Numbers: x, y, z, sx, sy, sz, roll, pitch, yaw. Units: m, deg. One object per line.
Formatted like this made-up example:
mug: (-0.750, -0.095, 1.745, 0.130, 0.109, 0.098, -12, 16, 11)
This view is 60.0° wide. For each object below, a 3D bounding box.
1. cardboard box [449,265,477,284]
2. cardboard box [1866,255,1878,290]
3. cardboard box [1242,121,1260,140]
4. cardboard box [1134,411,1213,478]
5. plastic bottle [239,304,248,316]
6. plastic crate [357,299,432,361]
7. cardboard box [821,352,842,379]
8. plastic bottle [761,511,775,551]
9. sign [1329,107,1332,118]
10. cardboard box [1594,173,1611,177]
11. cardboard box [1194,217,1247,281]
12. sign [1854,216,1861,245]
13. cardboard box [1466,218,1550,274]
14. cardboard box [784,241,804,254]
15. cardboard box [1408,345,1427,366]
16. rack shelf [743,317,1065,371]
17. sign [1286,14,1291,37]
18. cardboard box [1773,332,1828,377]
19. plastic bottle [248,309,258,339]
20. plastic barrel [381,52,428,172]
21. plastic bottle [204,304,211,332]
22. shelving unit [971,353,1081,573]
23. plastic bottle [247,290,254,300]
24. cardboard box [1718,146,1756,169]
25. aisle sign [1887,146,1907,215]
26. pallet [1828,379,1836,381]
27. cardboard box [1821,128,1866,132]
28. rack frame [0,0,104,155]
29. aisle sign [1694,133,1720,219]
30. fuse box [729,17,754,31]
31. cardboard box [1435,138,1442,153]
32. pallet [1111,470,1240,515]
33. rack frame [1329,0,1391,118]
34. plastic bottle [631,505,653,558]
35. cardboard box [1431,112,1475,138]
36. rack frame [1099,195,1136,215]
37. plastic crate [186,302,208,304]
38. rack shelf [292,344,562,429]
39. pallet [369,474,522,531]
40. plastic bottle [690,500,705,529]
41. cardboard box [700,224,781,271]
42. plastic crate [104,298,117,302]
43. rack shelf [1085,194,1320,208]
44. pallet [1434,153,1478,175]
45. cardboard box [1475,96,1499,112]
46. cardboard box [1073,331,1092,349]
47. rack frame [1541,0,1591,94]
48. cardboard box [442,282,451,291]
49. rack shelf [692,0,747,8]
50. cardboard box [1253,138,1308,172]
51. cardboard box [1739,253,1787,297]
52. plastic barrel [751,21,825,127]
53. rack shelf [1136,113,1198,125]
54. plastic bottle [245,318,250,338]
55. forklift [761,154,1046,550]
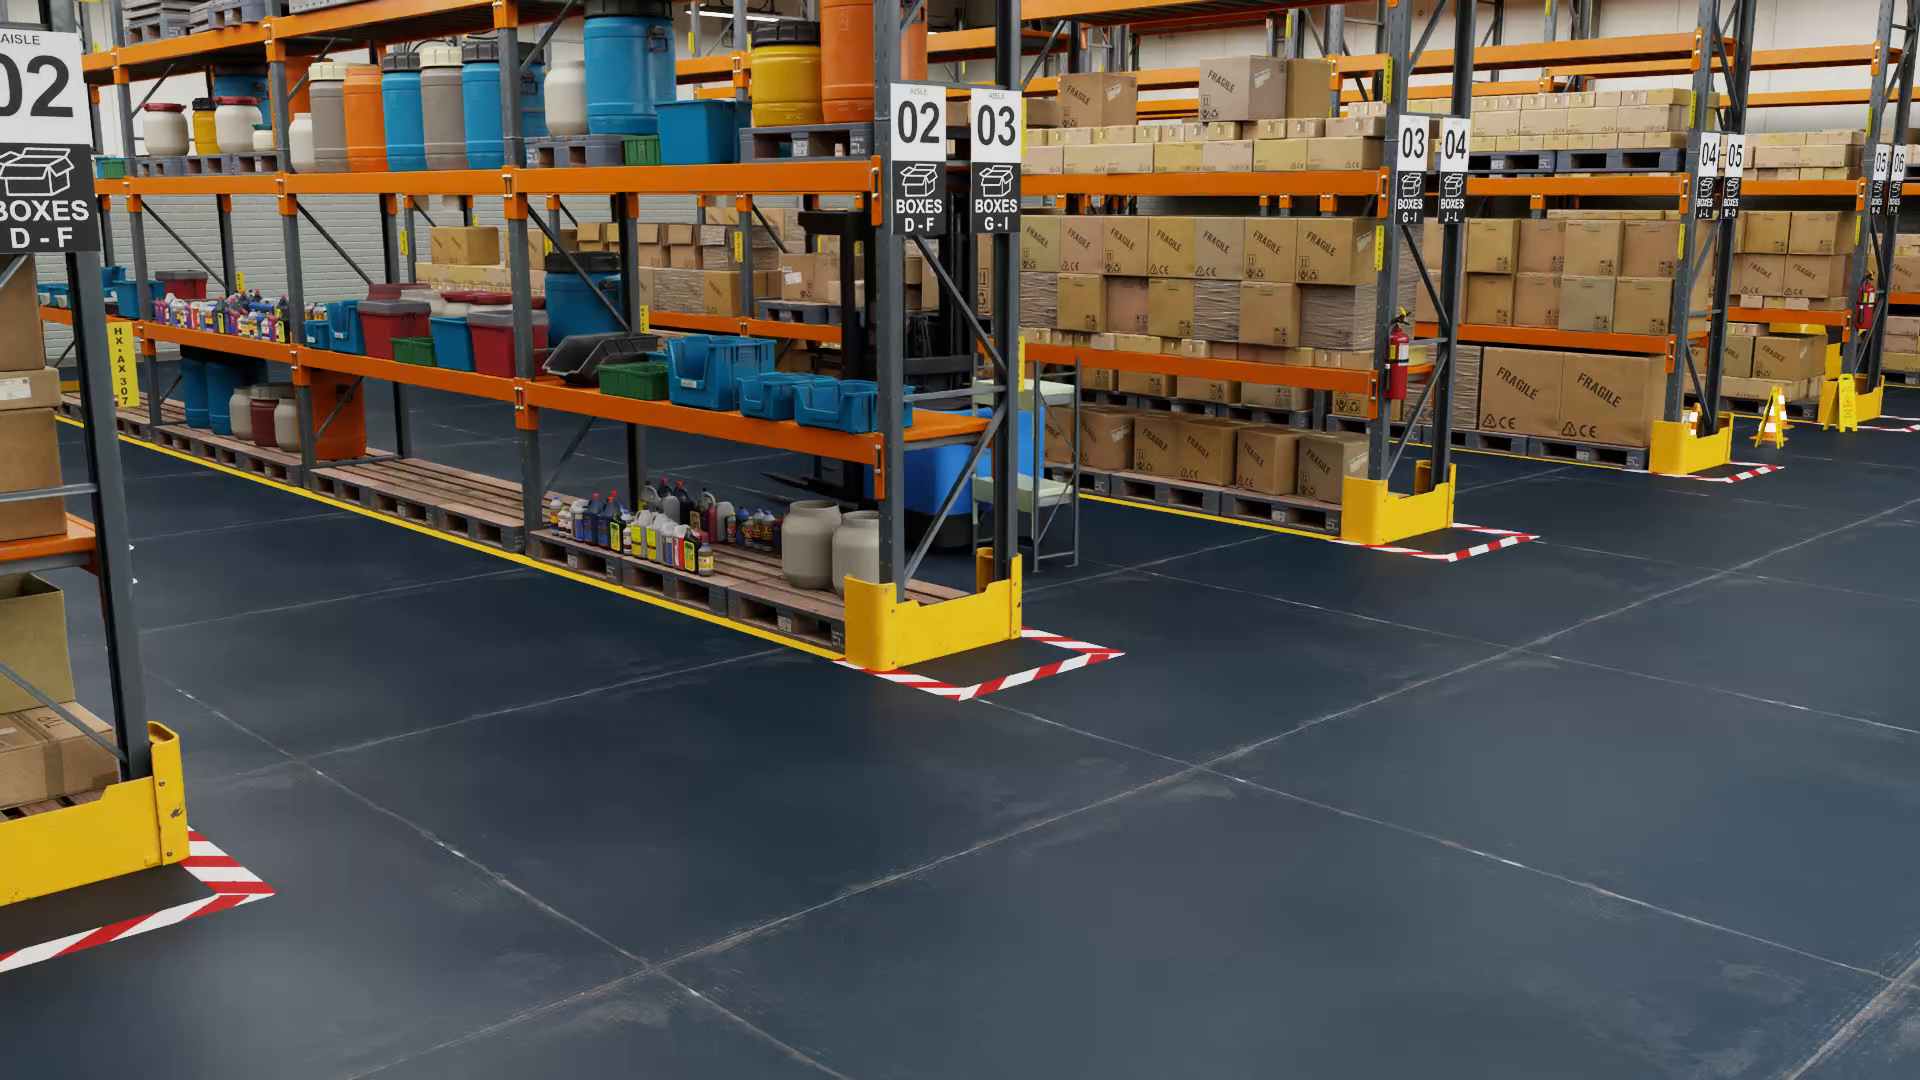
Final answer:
cardboard box: (-6.679, -3.668, 22.918, 0.500, 0.250, 0.500, 11, 16, 43)
cardboard box: (13.045, -3.827, 23.804, 0.500, 0.500, 0.500, -11, 16, -44)
cardboard box: (2.474, -3.271, 13.306, 0.380, 0.149, 0.250, -11, 16, -42)
cardboard box: (1.897, -0.856, 14.789, 0.500, 0.500, 0.500, 10, 15, 40)
plastic bottle: (-6.982, -2.151, 16.208, 0.061, 0.283, 0.133, -11, 16, -43)
plastic crate: (-4.687, -1.748, 13.802, 0.402, 0.464, 0.583, -11, 16, -43)
cardboard box: (-1.141, -1.874, 17.819, 0.500, 0.250, 0.500, -9, 14, -36)
plastic bottle: (-1.320, -0.064, 11.462, 0.097, 0.271, 0.097, 0, 12, 0)
sign: (4.035, -4.577, 18.199, 0.100, 0.325, 0.005, -11, 16, -43)
cardboard box: (8.360, -4.682, 21.391, 0.380, 0.149, 0.250, -11, 16, -43)
cardboard box: (2.274, -2.393, 13.631, 0.500, 0.500, 0.500, -11, 16, -43)
sign: (10.278, -3.546, 19.036, 0.100, 0.325, 0.005, -11, 16, -43)
cardboard box: (5.759, -3.083, 17.395, 0.875, 0.550, 0.500, -11, 16, -43)
cardboard box: (-2.343, -4.320, 25.460, 0.500, 0.500, 0.500, -11, 16, -43)
cardboard box: (3.501, -1.469, 13.232, 0.380, 0.149, 0.250, -11, 16, -43)
rack shelf: (-0.618, -2.041, 17.166, 1.077, 0.370, 4.000, -11, 16, -43)
sign: (4.769, -7.461, 24.120, 0.100, 0.325, 0.005, -11, 16, -43)
cardboard box: (10.319, -2.284, 20.480, 0.500, 0.500, 0.500, 11, 16, 43)
plastic bottle: (-6.664, -2.041, 15.704, 0.097, 0.271, 0.097, 0, 12, 0)
plastic barrel: (-4.231, -3.361, 13.113, 0.600, 0.901, 0.708, -11, 16, -43)
plastic bottle: (-7.440, -2.205, 16.500, 0.097, 0.271, 0.097, 0, 12, 0)
shelving unit: (0.468, -0.585, 12.034, 0.431, 1.500, 0.755, -8, 14, -35)
plastic bottle: (-7.472, -2.466, 17.569, 0.144, 0.351, 0.185, -11, 16, -43)
cardboard box: (9.436, -4.626, 20.130, 0.500, 0.250, 0.500, -10, 16, -41)
aisle sign: (10.960, -4.206, 19.450, 0.394, 0.787, 0.004, -11, 16, -43)
pallet: (12.884, -2.509, 24.565, 1.003, 0.211, 1.213, -11, 16, -43)
cardboard box: (12.787, -5.650, 23.923, 0.797, 0.503, 0.637, -10, 15, -41)
rack frame: (-11.106, -6.101, 20.222, 1.000, 3.000, 0.127, -11, 16, -43)
aisle sign: (7.015, -3.415, 15.611, 0.394, 0.787, 0.004, -11, 16, -43)
fuse box: (-4.432, -10.519, 33.740, 0.513, 0.334, 0.176, -11, 16, -43)
cardboard box: (5.130, -4.130, 17.423, 0.380, 0.149, 0.250, -11, 16, -43)
pallet: (2.099, -0.464, 14.642, 1.003, 0.211, 1.213, -11, 16, -43)
rack frame: (4.420, -5.716, 18.355, 1.000, 3.000, 0.127, -11, 16, -43)
plastic bottle: (-2.138, -0.064, 11.262, 0.144, 0.351, 0.185, -11, 16, -43)
cardboard box: (5.254, -4.316, 17.341, 0.500, 0.250, 0.500, -11, 16, -43)
rack frame: (3.231, -5.926, 34.240, 1.000, 3.000, 0.127, -11, 16, -43)
plastic crate: (-8.562, -2.567, 18.441, 0.396, 0.136, 0.243, -11, 16, -43)
rack shelf: (-4.200, -1.351, 13.816, 1.077, 0.370, 4.000, -11, 16, -43)
pallet: (-4.236, -0.333, 14.003, 1.003, 0.211, 1.213, -11, 16, -43)
plastic bottle: (-1.867, -0.149, 11.843, 0.061, 0.283, 0.133, -11, 16, -43)
cardboard box: (-2.492, -3.334, 18.928, 0.797, 0.503, 0.637, -10, 15, -41)
plastic crate: (-9.764, -2.691, 19.044, 0.293, 0.136, 0.466, -11, 16, -43)
rack shelf: (3.787, -5.475, 26.400, 1.077, 0.370, 4.000, -11, 16, -43)
pallet: (4.978, -4.082, 18.080, 1.003, 0.211, 1.213, -11, 16, -43)
cardboard box: (5.477, -4.446, 16.984, 0.380, 0.149, 0.250, -11, 16, -43)
cardboard box: (1.229, -1.799, 14.831, 0.380, 0.149, 0.250, -11, 16, -43)
rack frame: (7.931, -6.420, 21.774, 1.000, 3.000, 0.127, -11, 16, -43)
cardboard box: (-6.981, -3.519, 23.182, 0.380, 0.149, 0.250, -11, 16, -43)
rack shelf: (-2.486, -8.451, 25.176, 1.077, 0.370, 4.000, -11, 16, -43)
cardboard box: (2.662, -3.021, 13.077, 0.500, 0.250, 0.500, -11, 16, -42)
cardboard box: (9.776, -3.208, 20.062, 0.500, 0.500, 0.500, -11, 16, -42)
plastic barrel: (-0.936, -2.743, 9.851, 0.600, 0.588, 0.600, 0, 12, 0)
rack shelf: (4.612, -8.218, 32.291, 1.077, 0.370, 4.000, -11, 16, -43)
plastic bottle: (-6.731, -2.021, 15.781, 0.097, 0.201, 0.097, 0, 12, 0)
forklift: (-0.605, -1.605, 13.440, 1.130, 2.935, 3.031, -8, 14, -35)
